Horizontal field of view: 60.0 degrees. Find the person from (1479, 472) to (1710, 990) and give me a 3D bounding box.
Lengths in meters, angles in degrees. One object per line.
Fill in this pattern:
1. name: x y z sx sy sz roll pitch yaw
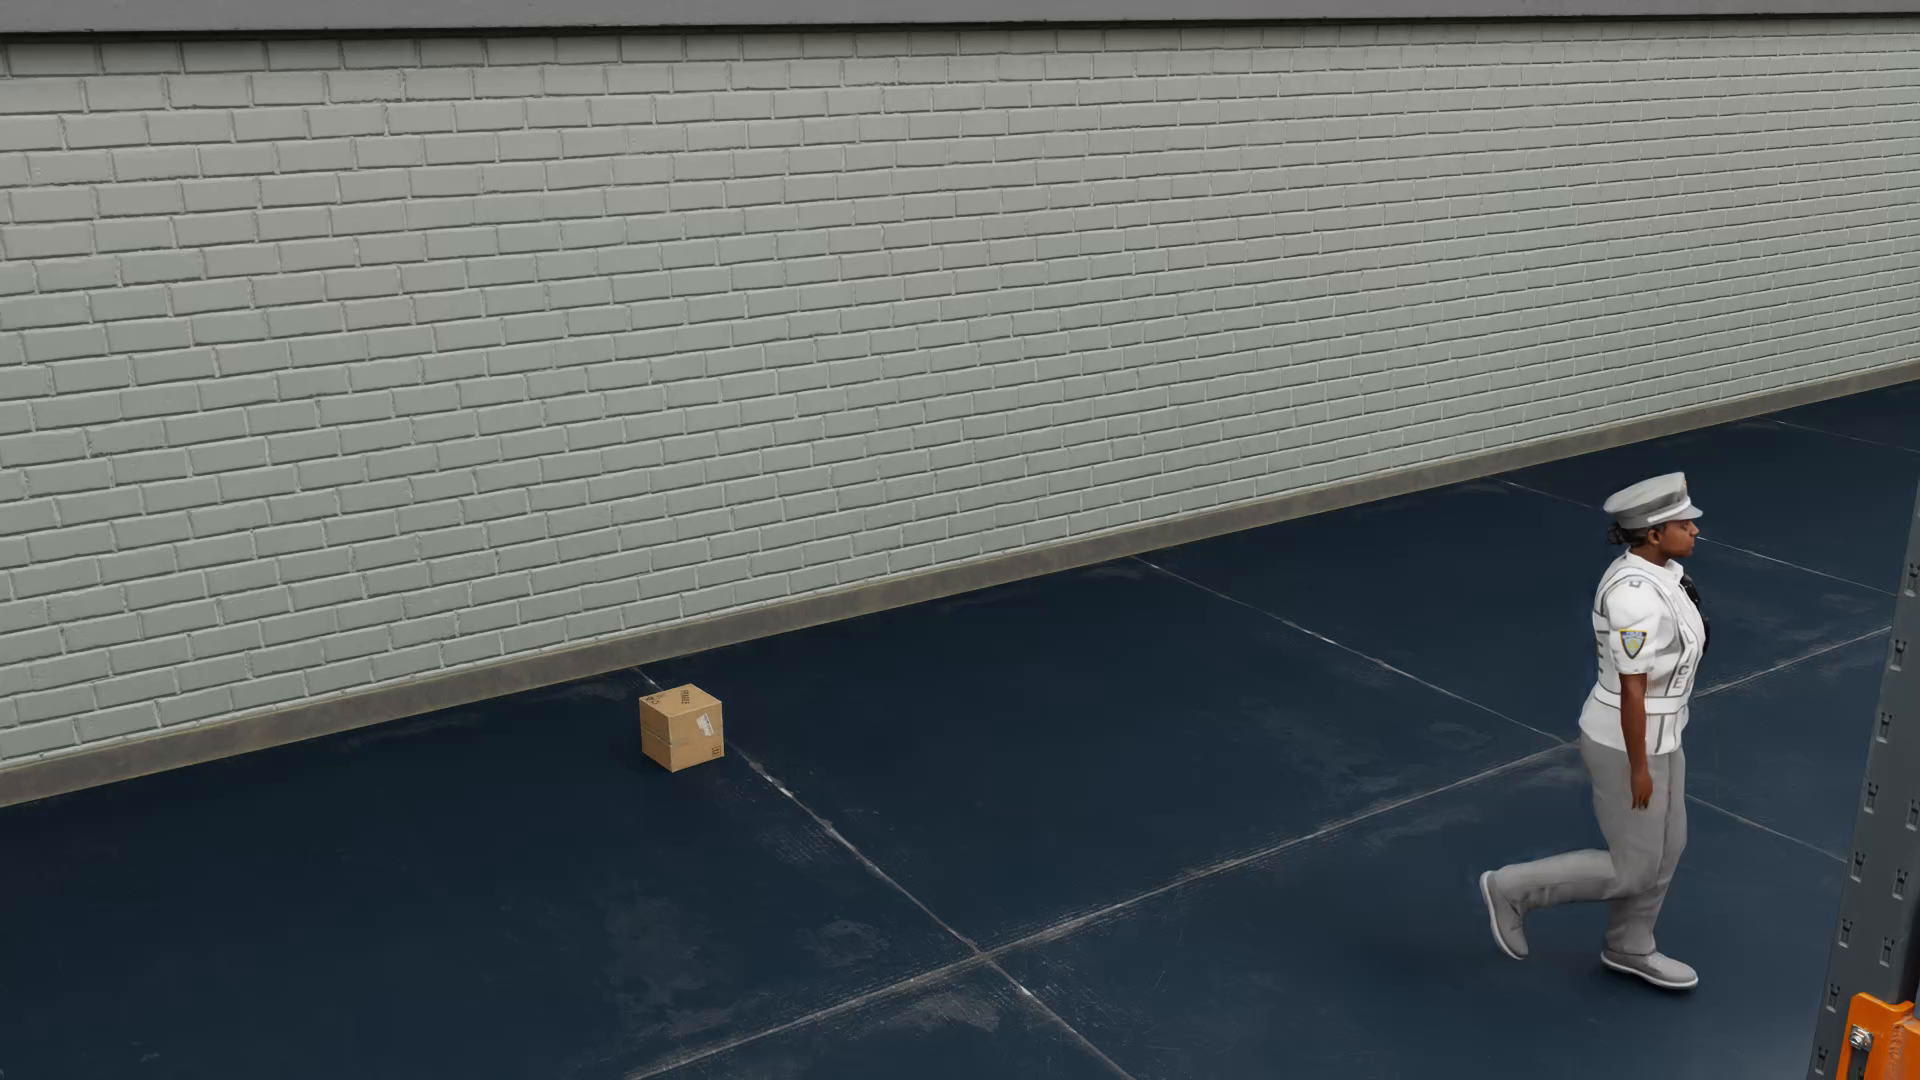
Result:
1. person: 2.030 0.592 5.142 0.663 1.680 0.432 10 21 29
